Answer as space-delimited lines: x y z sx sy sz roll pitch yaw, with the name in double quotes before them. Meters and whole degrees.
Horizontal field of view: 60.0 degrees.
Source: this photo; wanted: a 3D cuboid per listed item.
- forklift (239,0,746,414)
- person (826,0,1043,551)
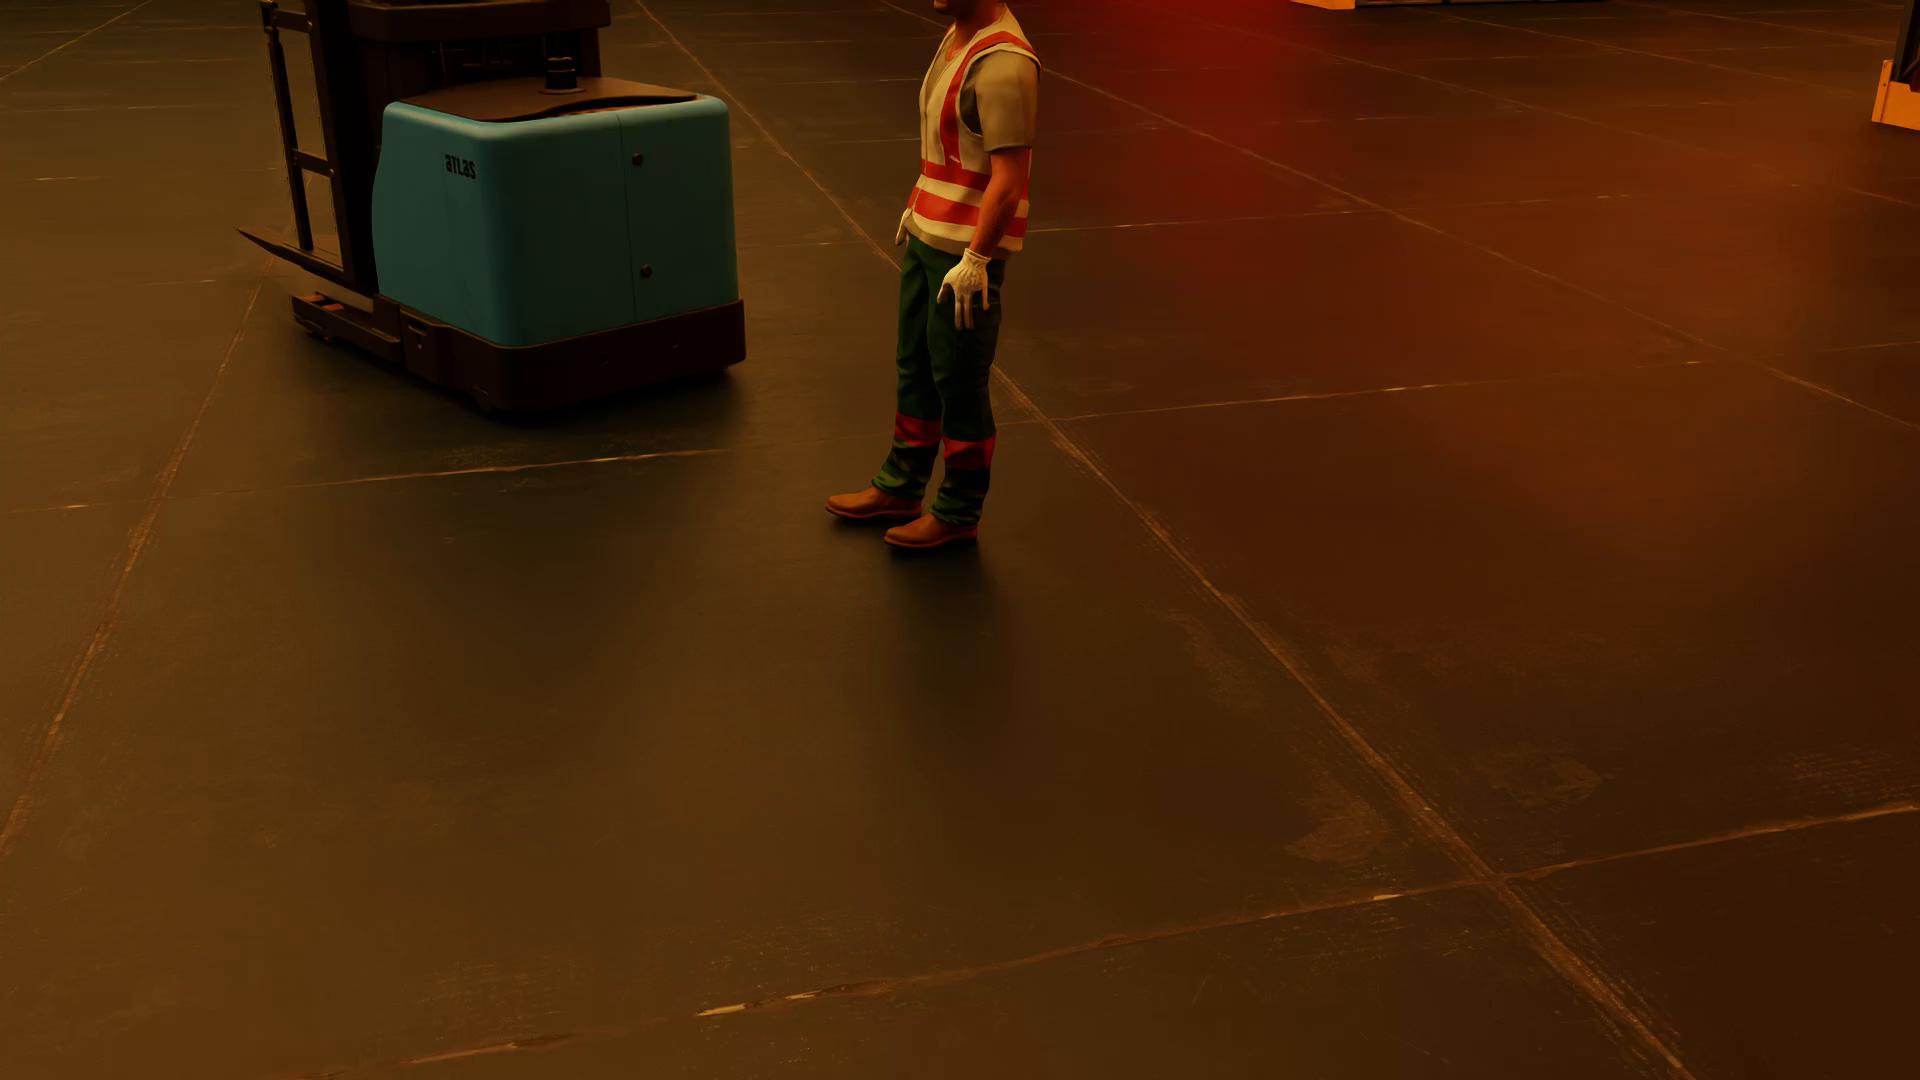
"forklift" -2.208 -2.295 6.702 1.130 2.935 3.031 -20 30 -38
"person" -0.080 -0.827 4.692 0.564 1.787 0.637 -6 24 -14
